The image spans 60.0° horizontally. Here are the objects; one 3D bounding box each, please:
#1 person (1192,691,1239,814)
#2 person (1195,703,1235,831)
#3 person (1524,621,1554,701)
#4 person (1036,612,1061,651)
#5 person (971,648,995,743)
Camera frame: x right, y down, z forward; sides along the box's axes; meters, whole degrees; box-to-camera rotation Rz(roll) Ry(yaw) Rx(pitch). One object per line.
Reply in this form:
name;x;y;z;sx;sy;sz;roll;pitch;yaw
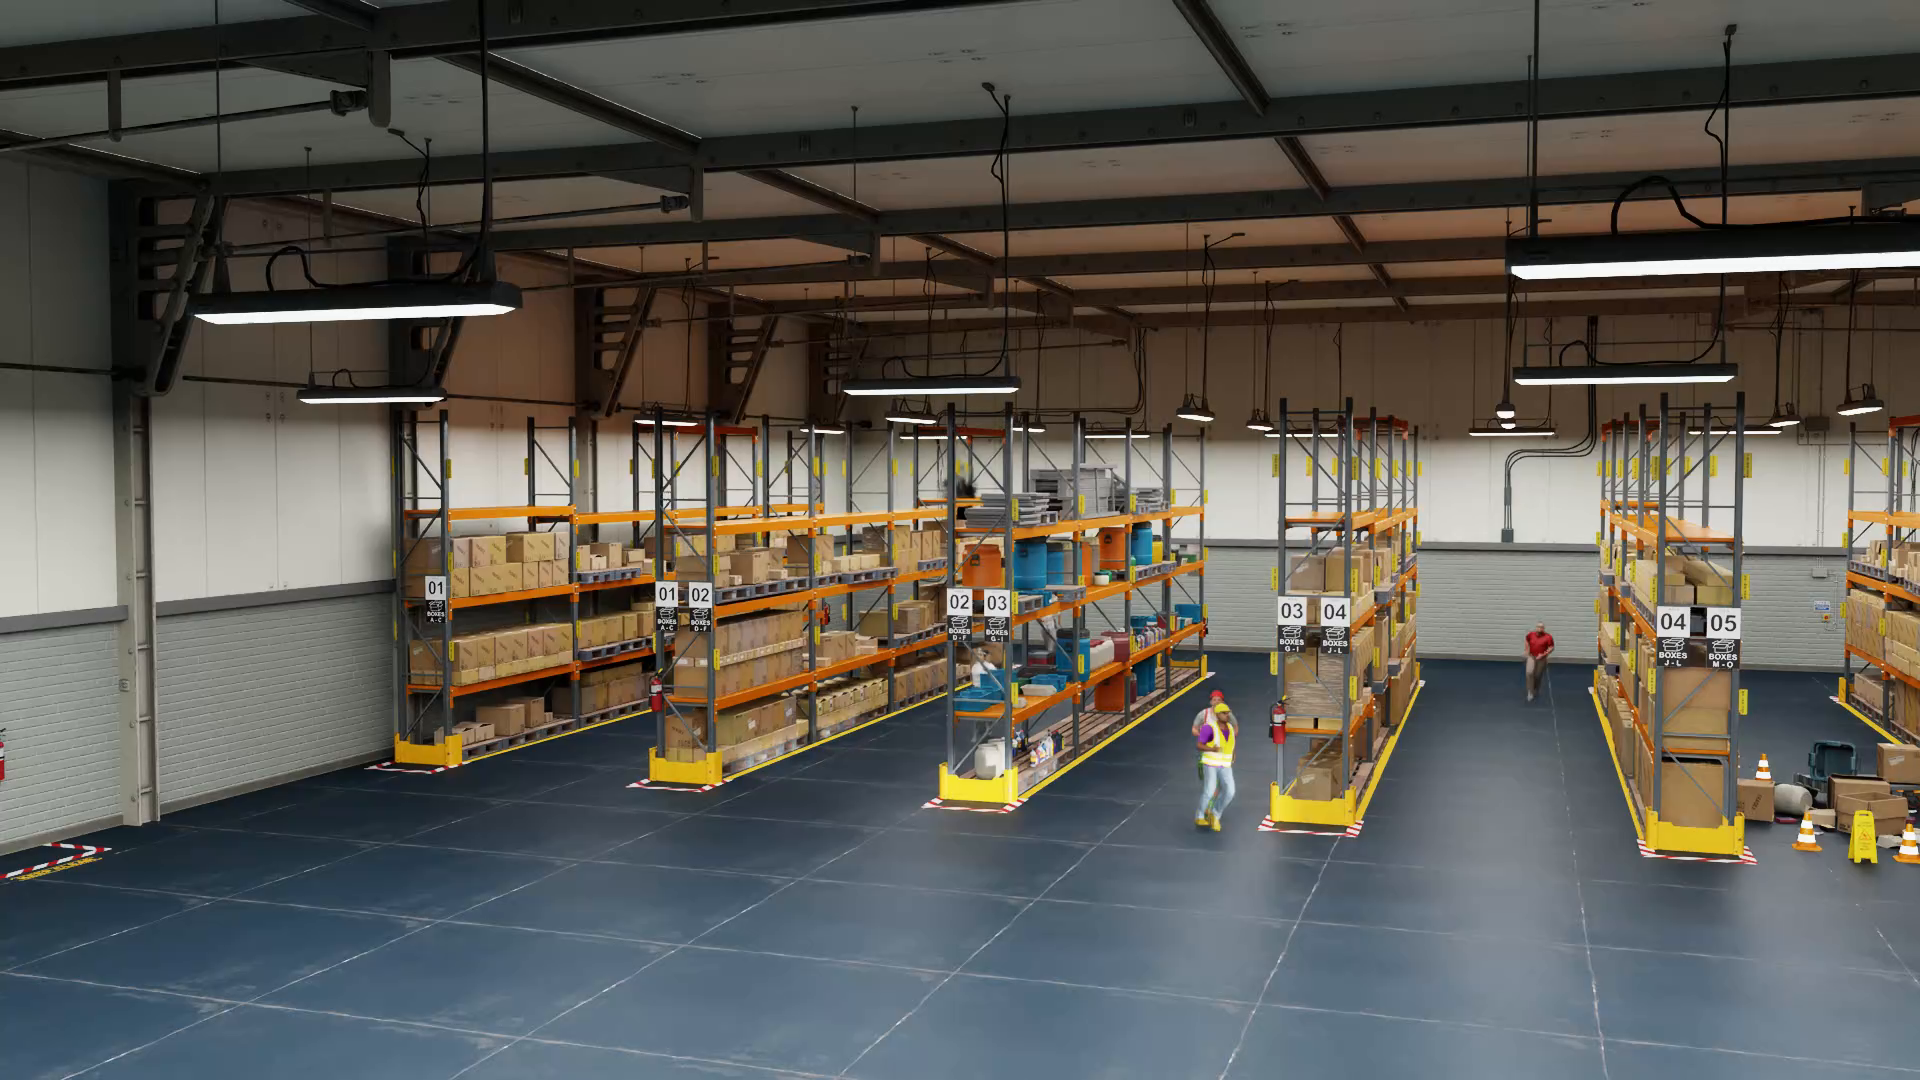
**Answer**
person;3.727;3.082;24.329;0.679;1.763;0.841;0;2;11
person;3.604;3.152;23.039;0.699;1.782;0.690;-1;3;-20
person;12.635;2.612;36.270;0.640;1.705;0.945;1;3;26
person;2.121;2.180;40.117;0.614;1.727;0.922;1;3;13
person;0.453;2.849;30.666;0.585;1.751;0.774;1;3;22
